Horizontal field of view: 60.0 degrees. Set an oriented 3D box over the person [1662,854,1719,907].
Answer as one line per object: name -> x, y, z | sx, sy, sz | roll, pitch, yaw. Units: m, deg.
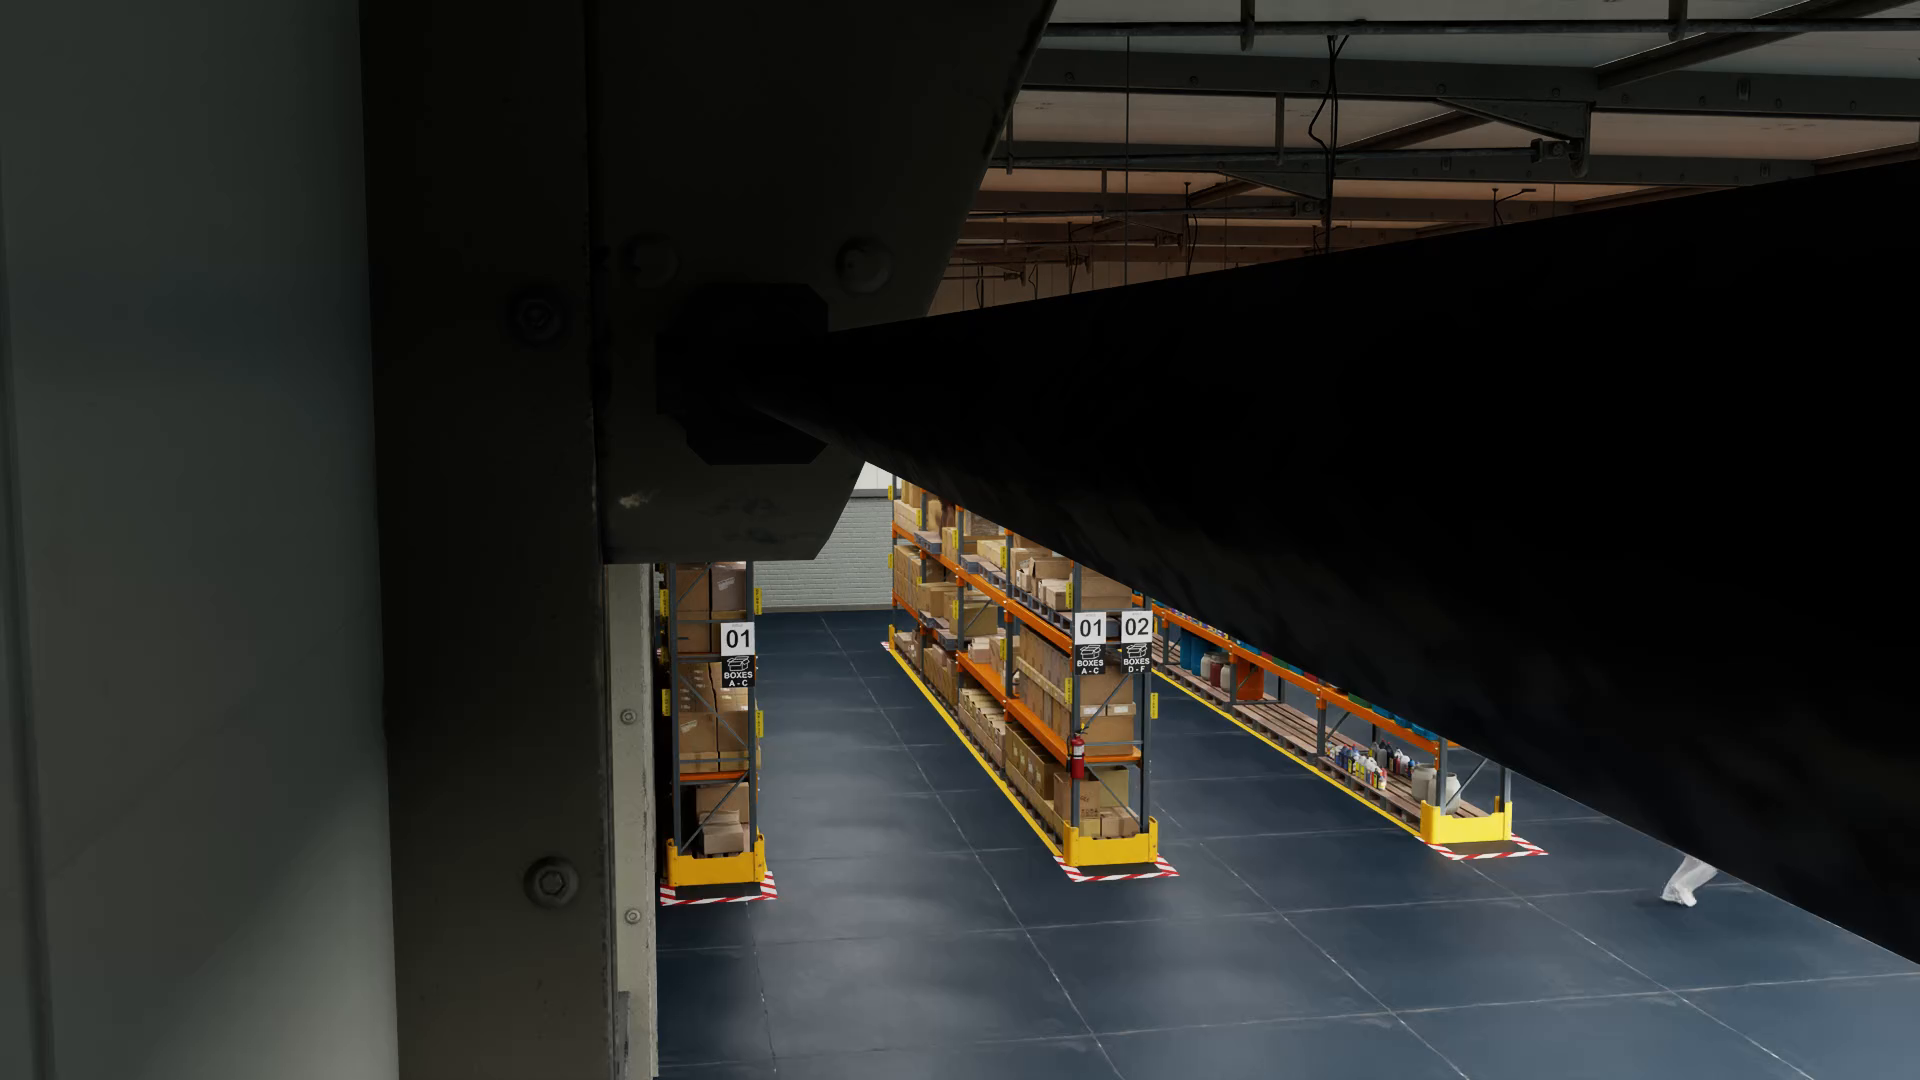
person -> 8.601, 3.388, 19.277 | 0.760, 1.725, 0.673 | 5, 8, 36
